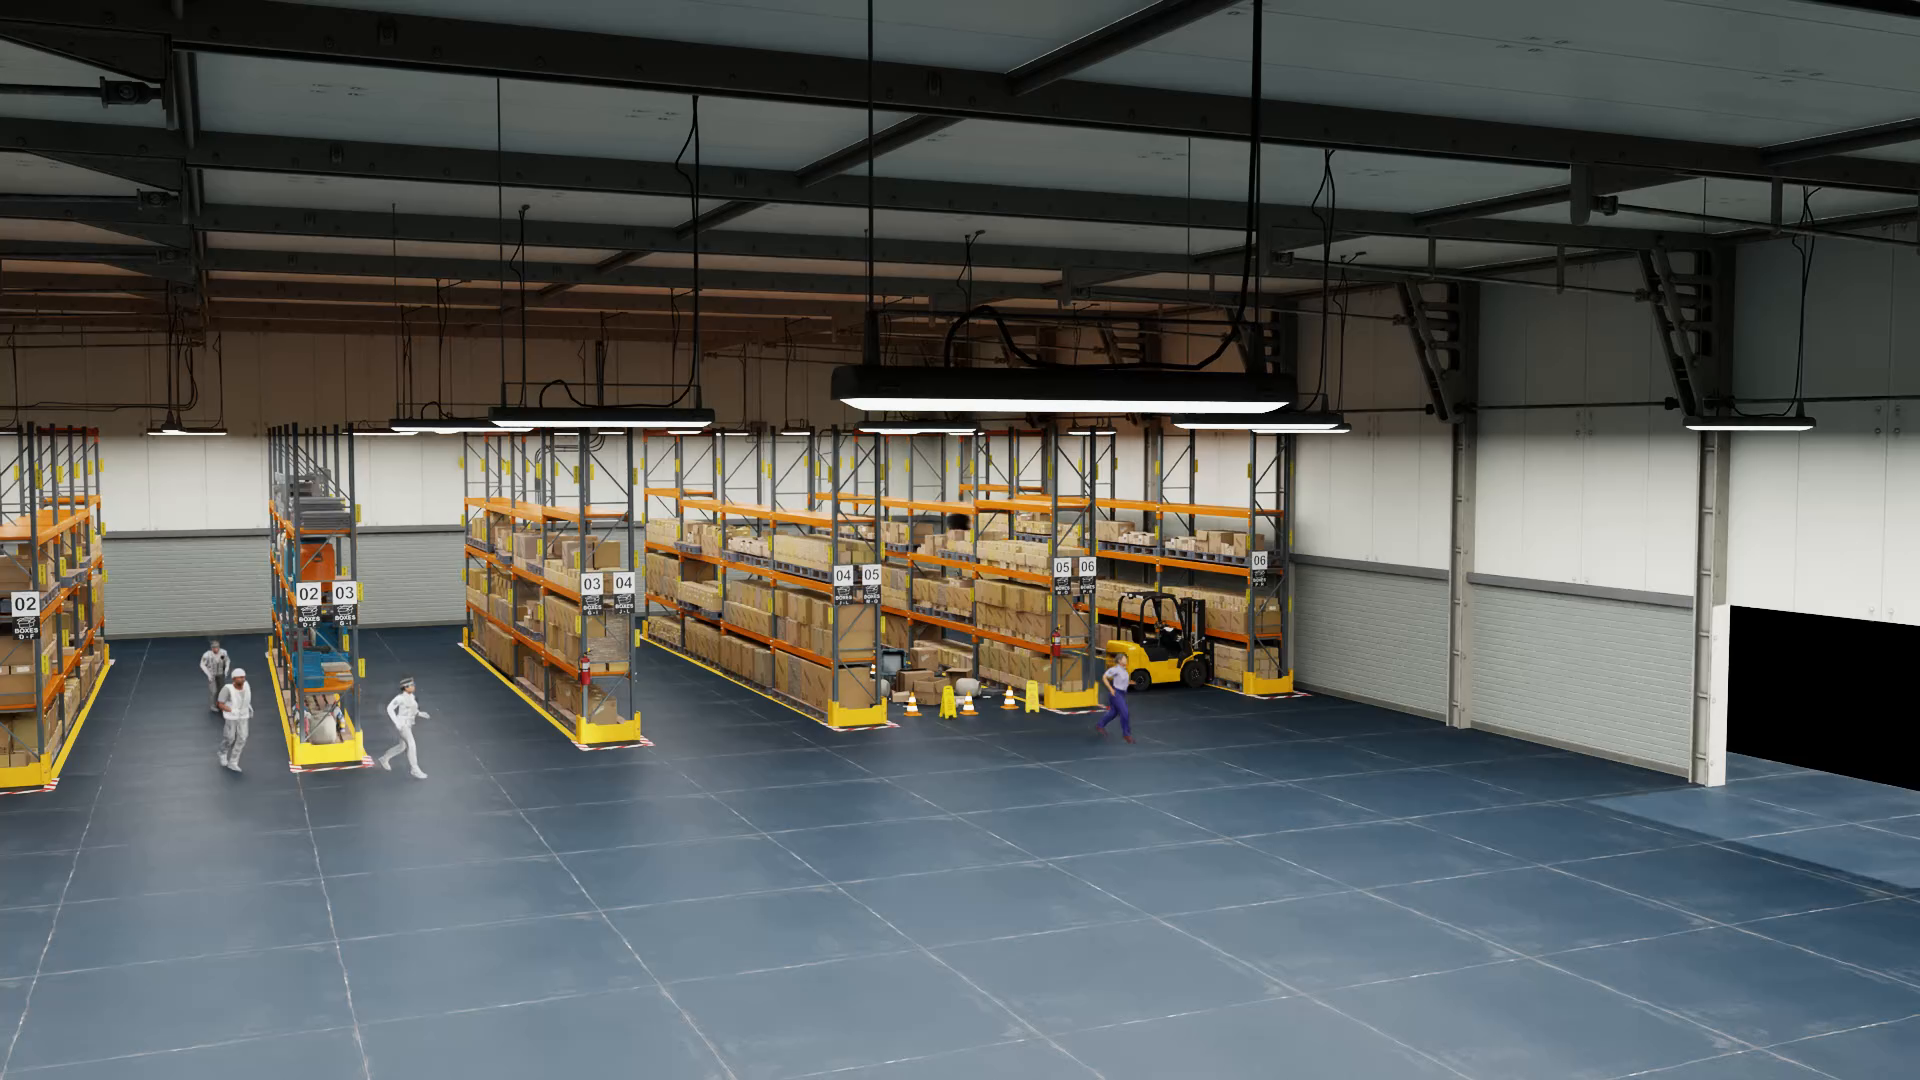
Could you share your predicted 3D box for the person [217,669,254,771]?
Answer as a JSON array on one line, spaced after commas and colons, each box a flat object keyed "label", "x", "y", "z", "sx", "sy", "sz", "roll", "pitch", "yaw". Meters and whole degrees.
[{"label": "person", "x": -12.607, "y": 3.088, "z": 28.831, "sx": 0.778, "sy": 1.767, "sz": 0.676, "roll": 3, "pitch": 5, "yaw": 41}]

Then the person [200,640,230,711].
[{"label": "person", "x": -15.646, "y": 2.833, "z": 34.919, "sx": 0.834, "sy": 1.520, "sz": 0.633, "roll": 3, "pitch": 5, "yaw": 41}]

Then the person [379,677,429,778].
[{"label": "person", "x": -9.449, "y": 3.171, "z": 28.170, "sx": 0.889, "sy": 1.701, "sz": 0.587, "roll": 0, "pitch": 4, "yaw": 7}]

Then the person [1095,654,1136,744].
[{"label": "person", "x": 2.939, "y": 2.985, "z": 31.444, "sx": 0.894, "sy": 1.689, "sz": 0.636, "roll": 2, "pitch": 4, "yaw": 25}]
